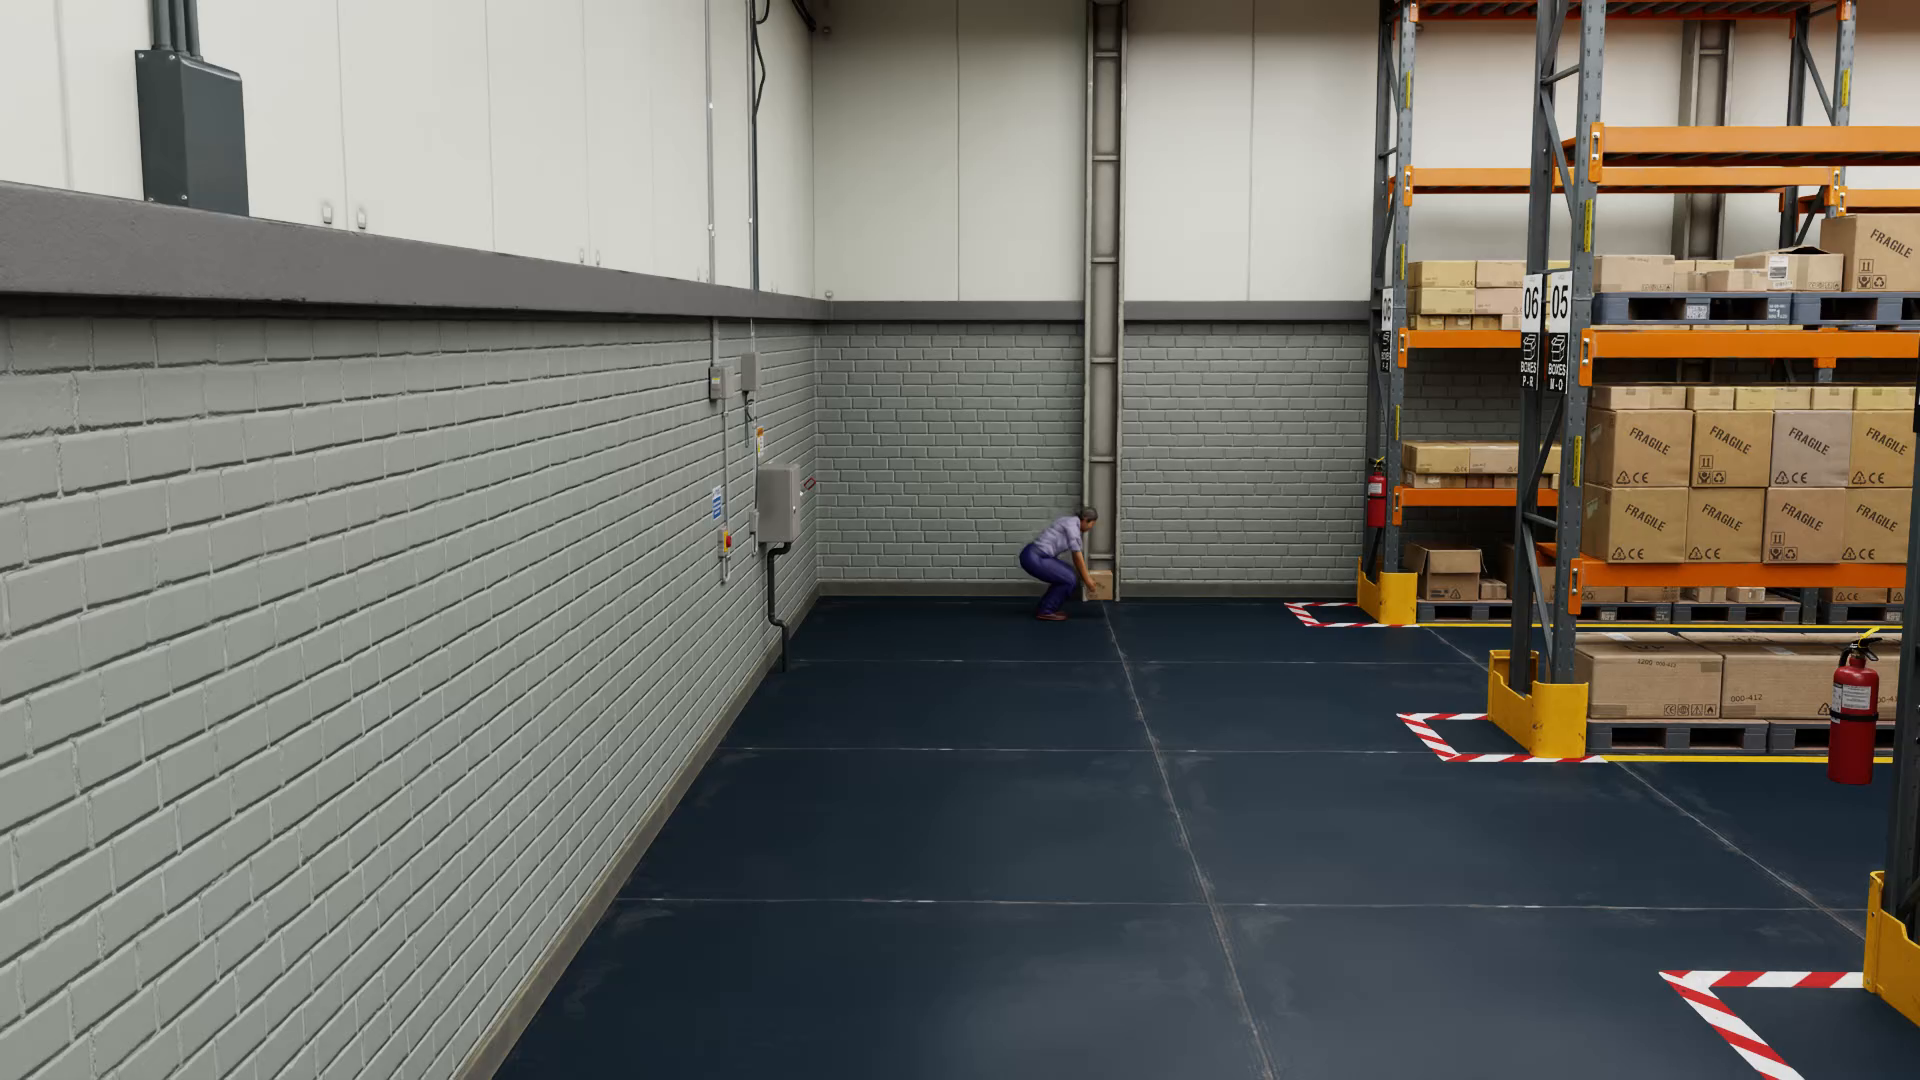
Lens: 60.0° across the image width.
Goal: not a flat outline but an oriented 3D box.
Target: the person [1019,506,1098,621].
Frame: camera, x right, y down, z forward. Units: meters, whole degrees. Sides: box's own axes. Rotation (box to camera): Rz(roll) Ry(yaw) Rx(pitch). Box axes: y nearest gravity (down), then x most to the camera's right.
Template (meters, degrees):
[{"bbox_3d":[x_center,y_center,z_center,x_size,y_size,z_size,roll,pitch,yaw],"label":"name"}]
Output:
[{"bbox_3d":[0.964,0.226,16.306,0.769,1.087,0.536,0,7,1],"label":"person"}]
